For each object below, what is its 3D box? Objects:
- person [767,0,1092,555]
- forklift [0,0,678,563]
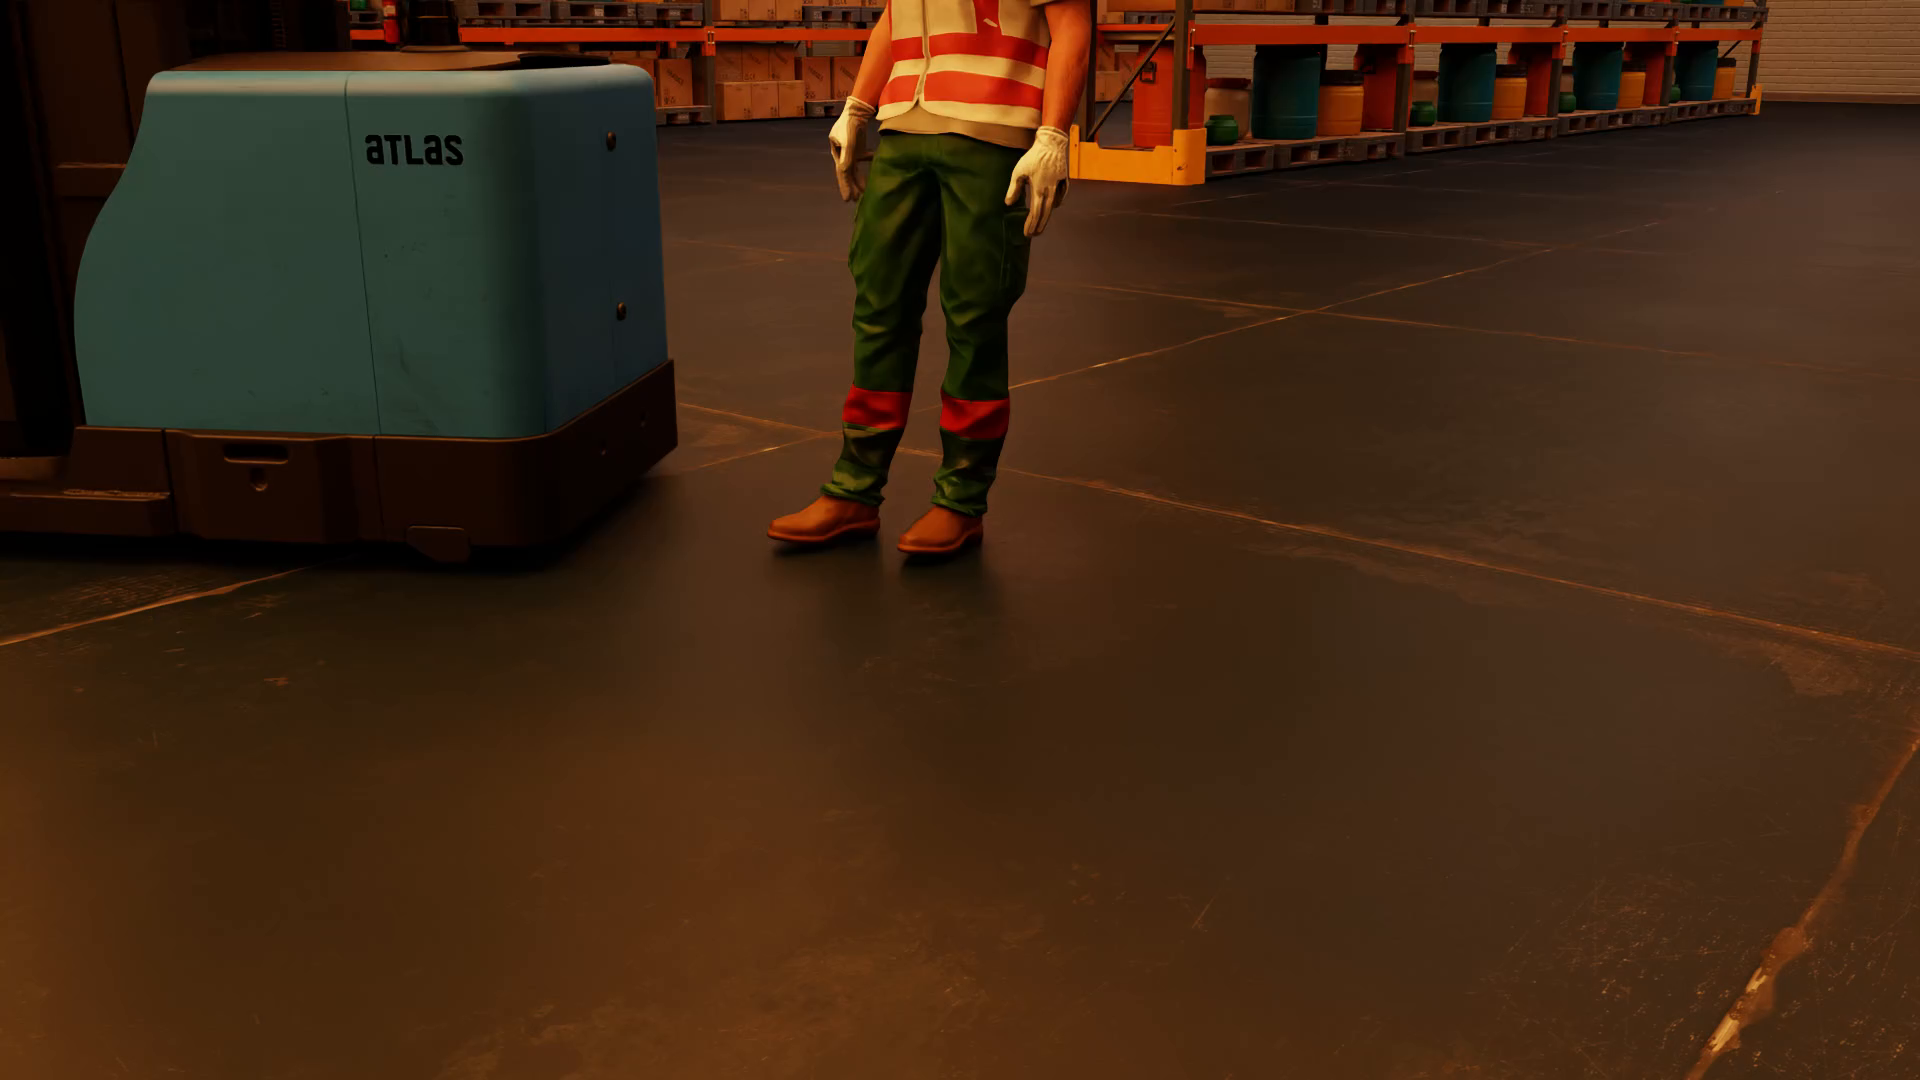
[{"bbox_3d":[-0.061,-0.847,3.628,0.637,1.790,0.562,13,21,37],"label":"person"},{"bbox_3d":[-2.329,-1.523,3.912,3.031,2.935,1.130,2,17,7],"label":"forklift"}]
